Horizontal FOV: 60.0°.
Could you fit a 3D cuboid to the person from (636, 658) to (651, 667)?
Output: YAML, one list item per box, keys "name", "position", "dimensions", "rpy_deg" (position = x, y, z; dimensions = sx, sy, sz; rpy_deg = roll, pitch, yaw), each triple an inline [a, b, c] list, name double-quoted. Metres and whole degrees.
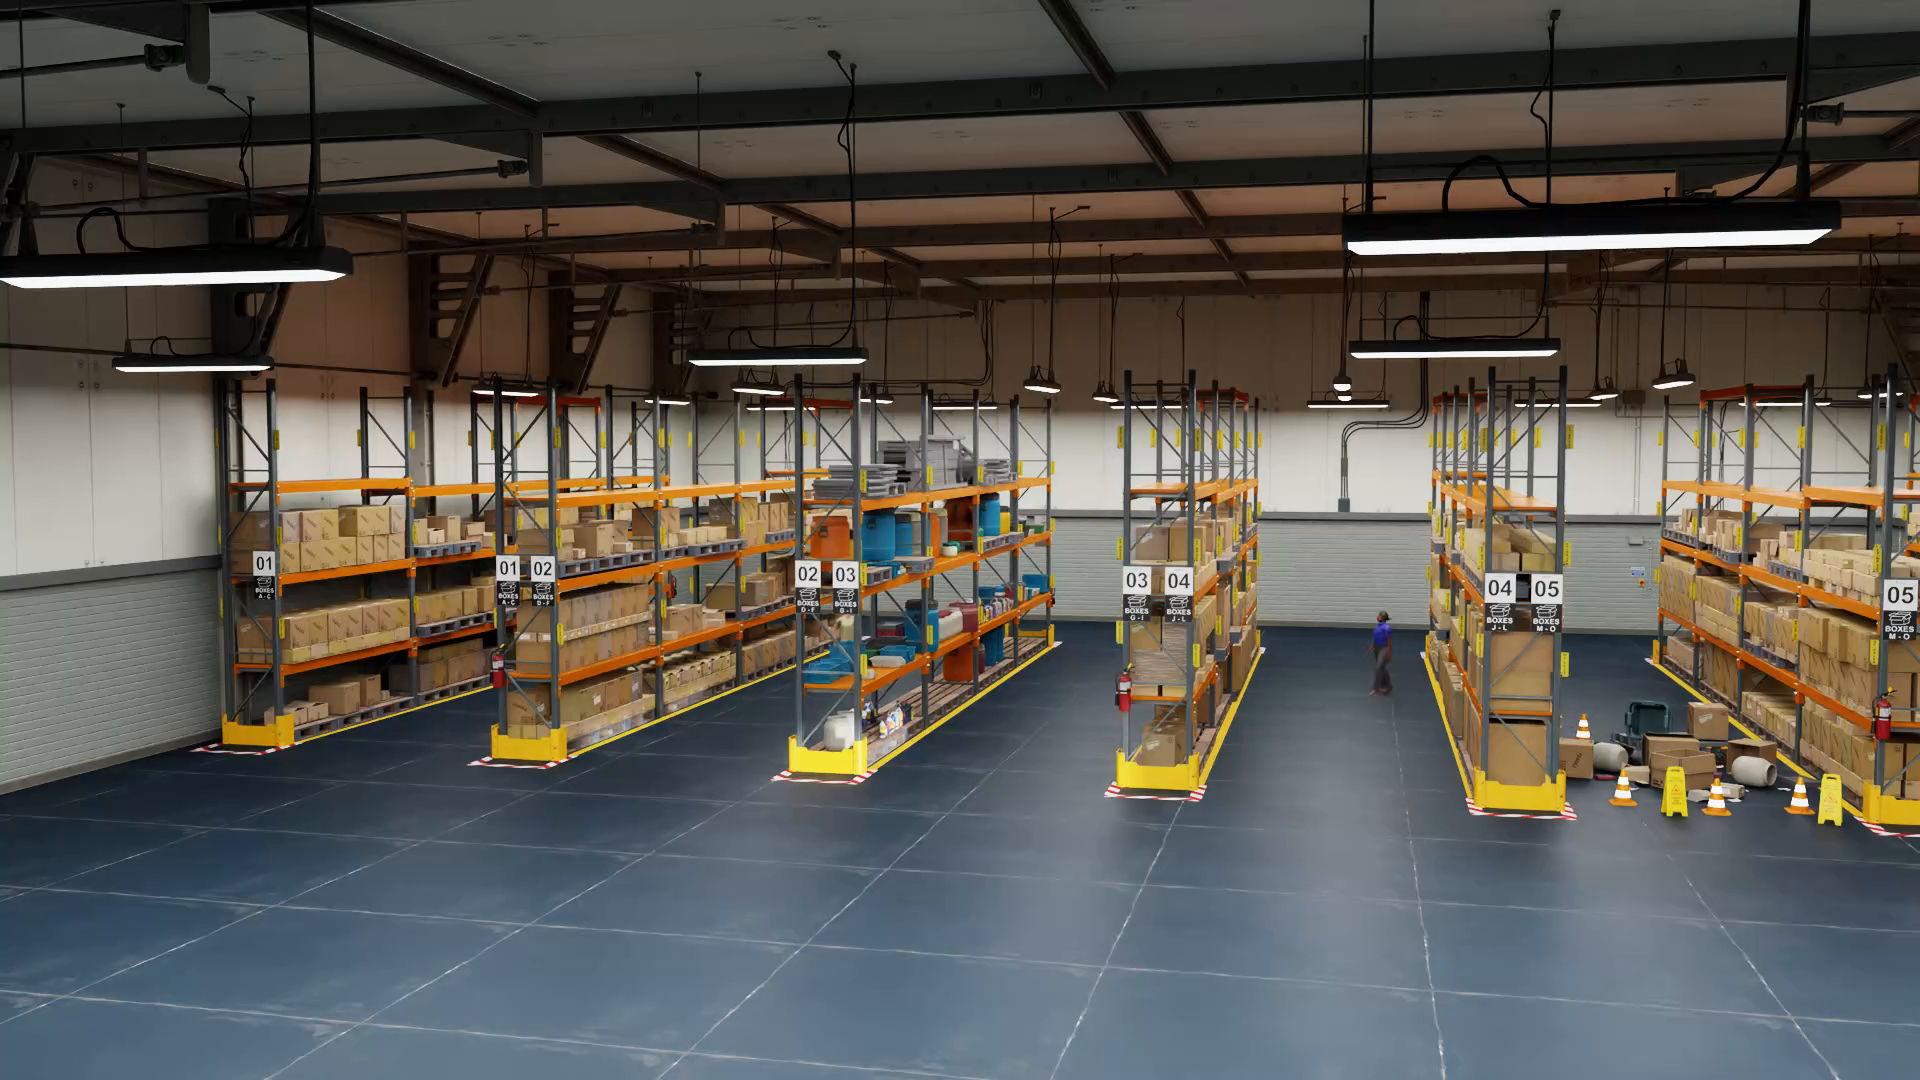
- name: "person"
  position: [-6.533, 2.038, 34.542]
  dimensions: [0.522, 1.779, 0.598]
  rpy_deg: [-1, 4, -14]

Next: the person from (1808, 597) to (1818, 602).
- name: "person"
  position: [19.351, 1.920, 37.901]
  dimensions: [0.475, 1.609, 0.398]
  rpy_deg: [1, 3, 11]

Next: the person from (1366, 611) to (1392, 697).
- name: "person"
  position: [8.232, 2.220, 32.661]
  dimensions: [0.736, 1.657, 0.522]
  rpy_deg: [-2, 4, -28]

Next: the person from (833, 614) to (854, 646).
- name: "person"
  position: [-2.298, 2.143, 34.244]
  dimensions: [0.669, 1.637, 0.982]
  rpy_deg: [1, 4, 13]
